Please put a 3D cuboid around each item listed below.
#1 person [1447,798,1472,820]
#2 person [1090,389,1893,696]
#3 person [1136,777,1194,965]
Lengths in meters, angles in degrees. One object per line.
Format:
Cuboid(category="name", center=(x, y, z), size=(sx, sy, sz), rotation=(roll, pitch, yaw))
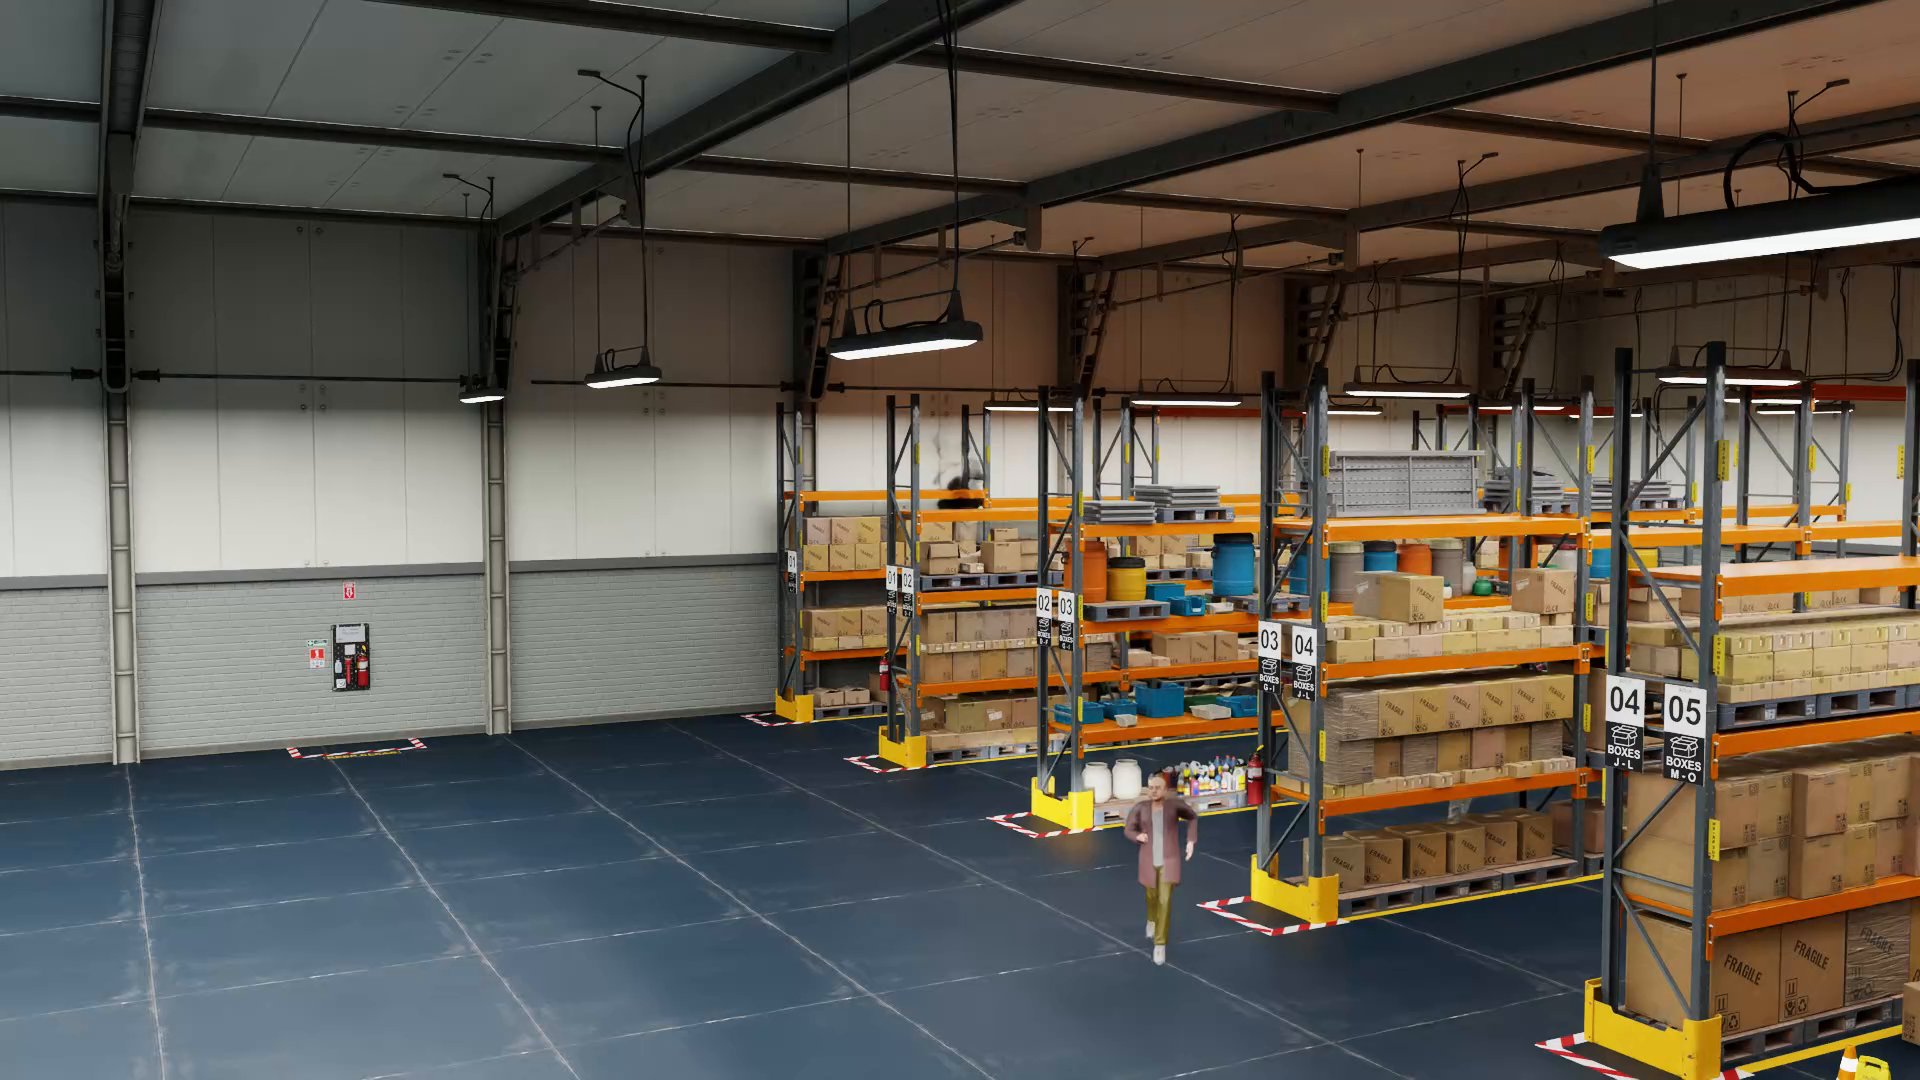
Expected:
Cuboid(category="person", center=(6.742, 3.016, 22.483), size=(0.857, 1.755, 0.696), rotation=(-3, 4, -41))
Cuboid(category="person", center=(8.288, 0.588, 27.537), size=(5.317, 5.773, 13.685), rotation=(-2, 4, -36))
Cuboid(category="person", center=(2.060, 3.312, 17.023), size=(0.683, 1.831, 0.996), rotation=(1, 3, 18))
